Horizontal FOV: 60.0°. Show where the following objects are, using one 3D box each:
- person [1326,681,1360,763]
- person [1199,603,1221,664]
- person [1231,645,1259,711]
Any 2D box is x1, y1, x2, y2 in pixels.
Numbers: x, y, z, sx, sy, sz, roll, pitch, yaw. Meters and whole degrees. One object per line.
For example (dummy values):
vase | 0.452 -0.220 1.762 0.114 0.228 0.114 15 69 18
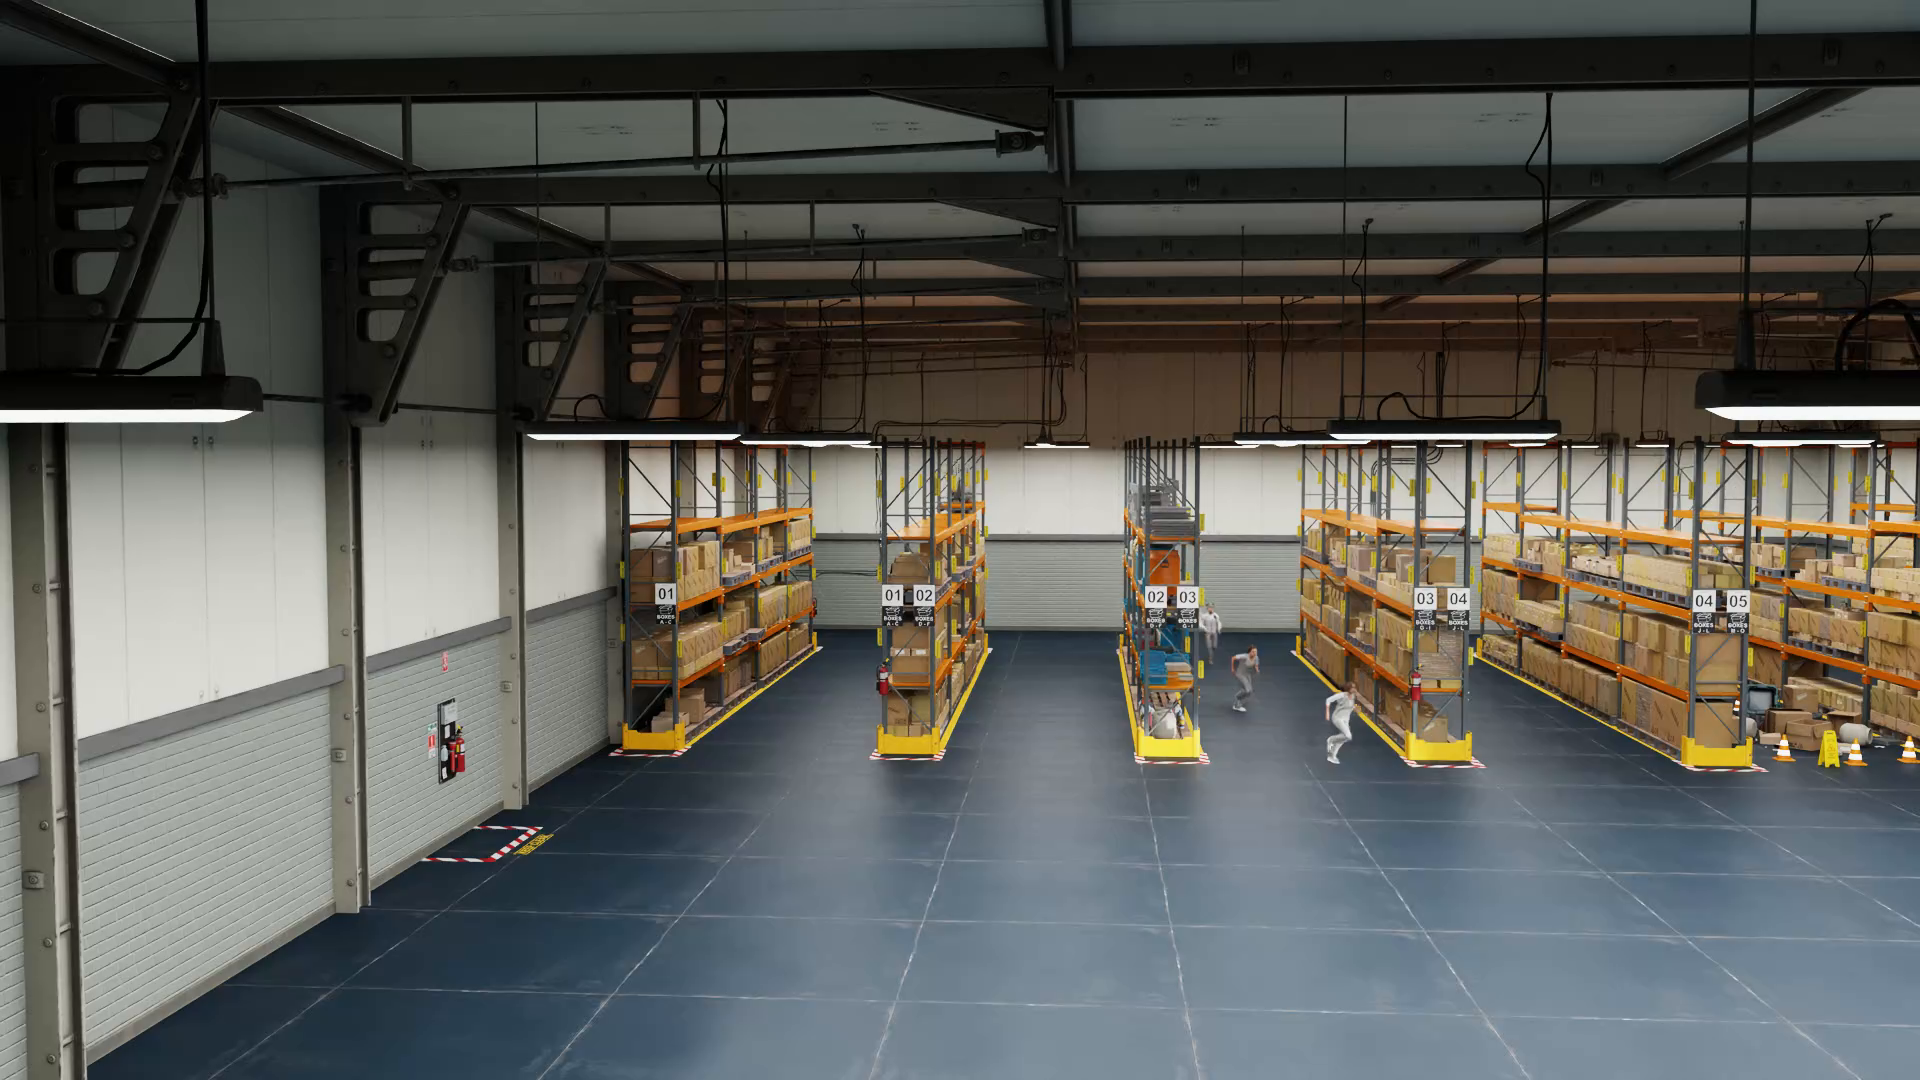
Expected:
person | 7.031 3.353 30.482 0.656 1.498 0.525 3 4 44
person | 6.754 2.509 44.858 0.616 1.659 0.554 0 3 -2
person | 6.232 3.033 36.422 0.590 1.490 0.812 -2 3 -27
